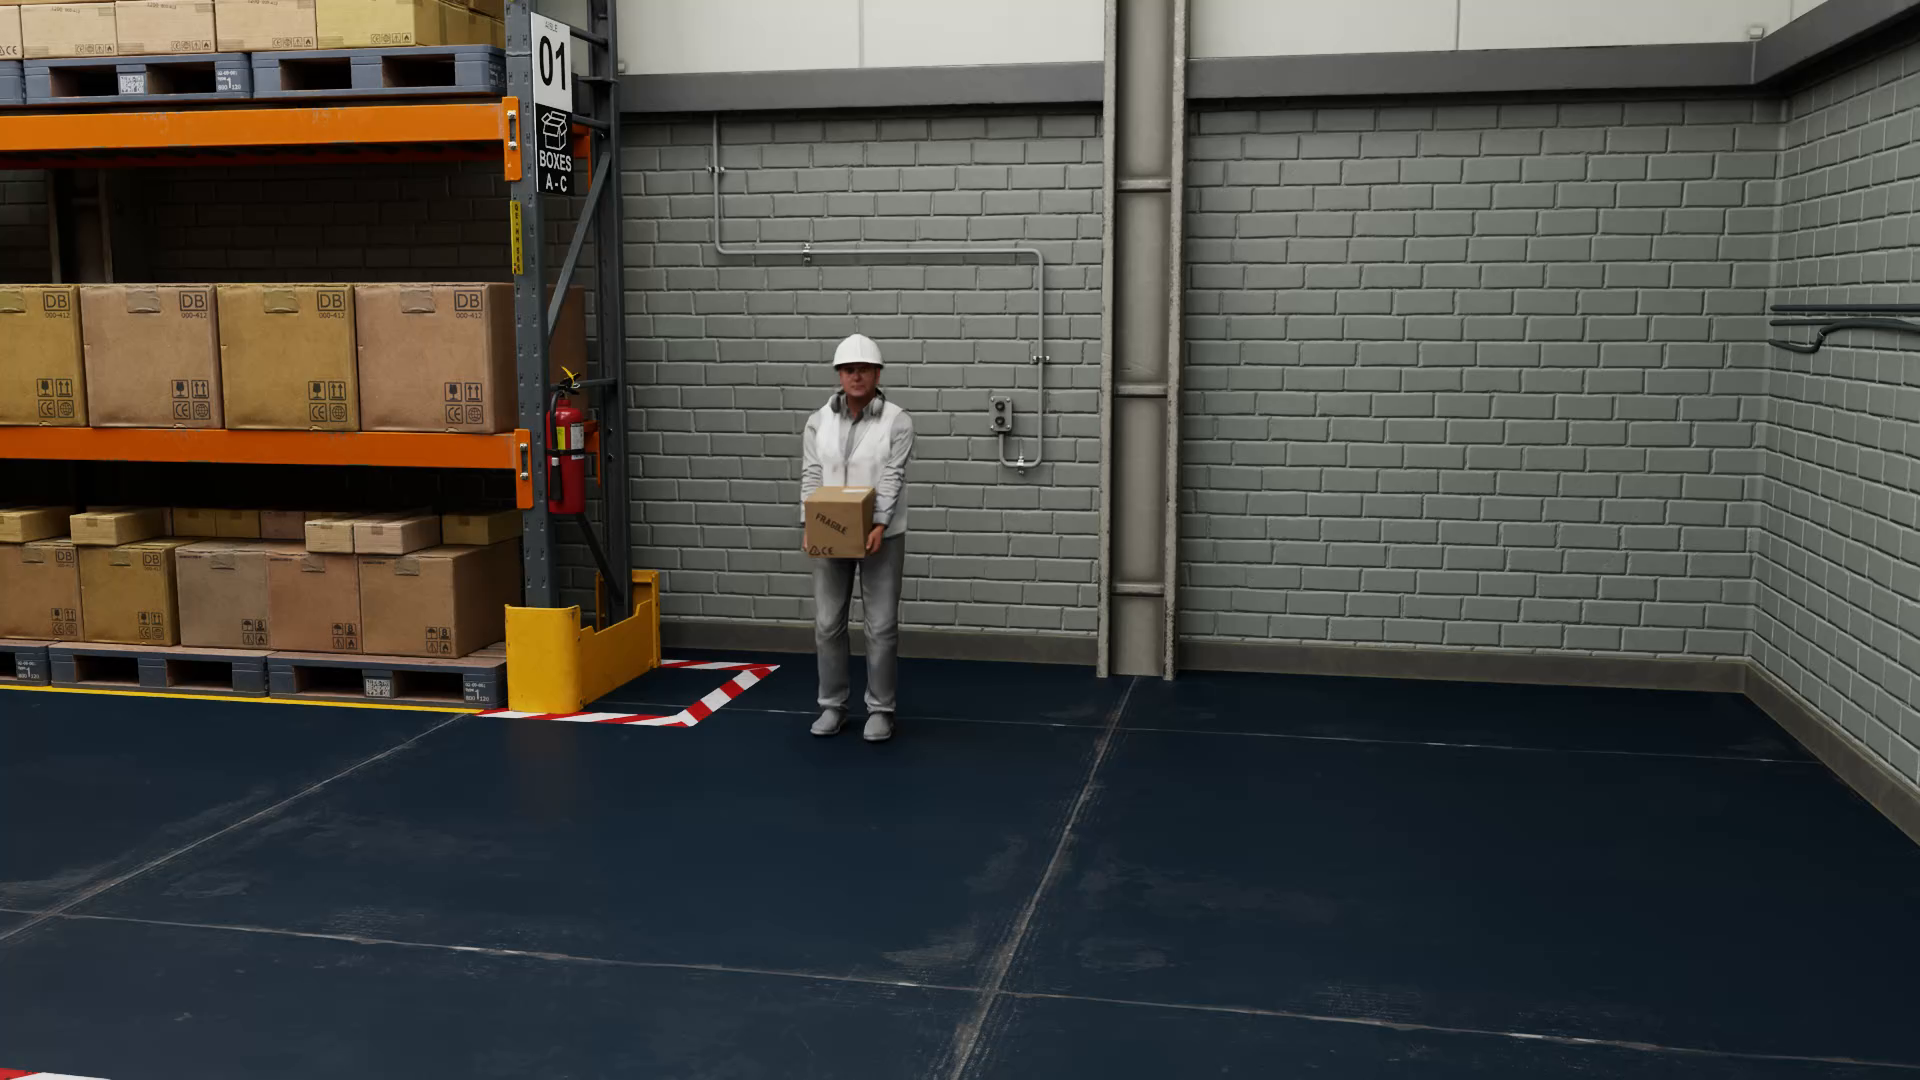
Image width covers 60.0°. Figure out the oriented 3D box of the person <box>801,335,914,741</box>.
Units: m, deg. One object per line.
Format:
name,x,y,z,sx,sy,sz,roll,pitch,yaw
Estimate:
person,-0.454,-0.007,7.292,0.494,1.772,0.558,1,8,10
